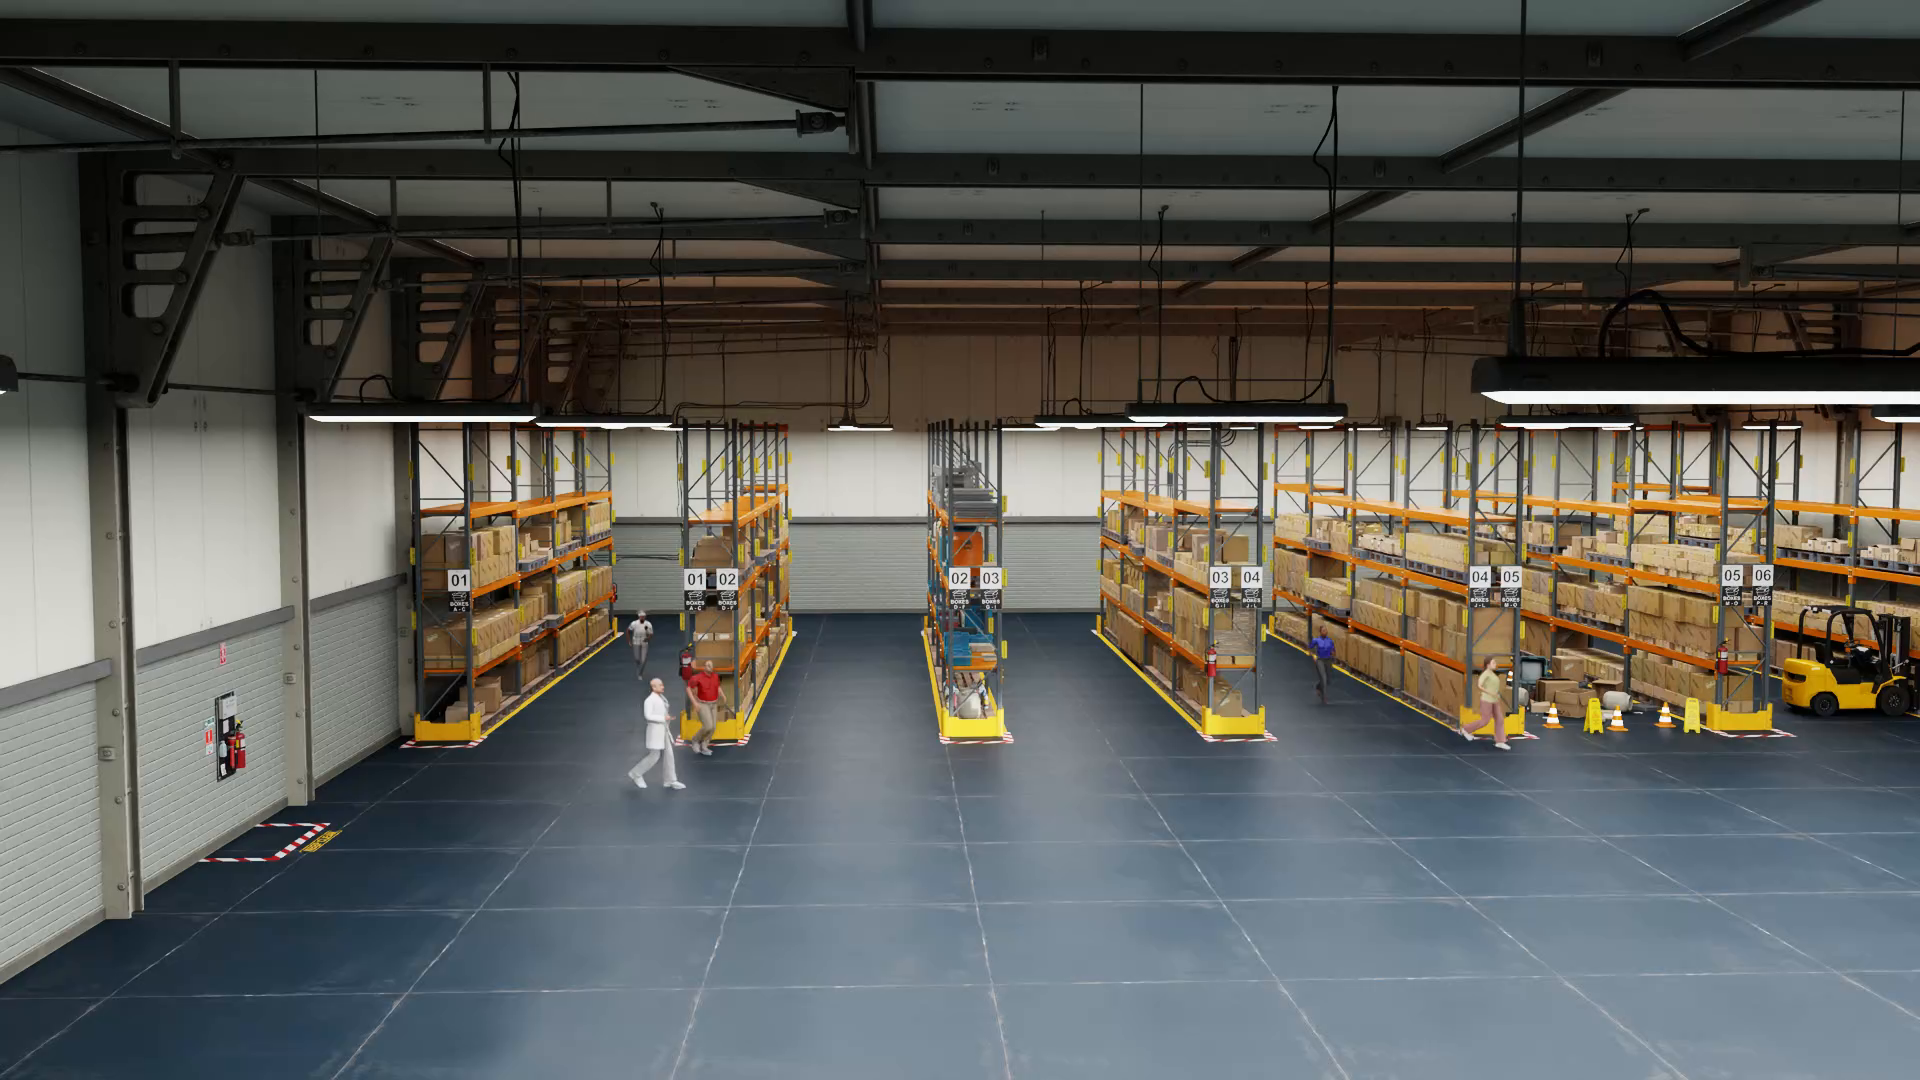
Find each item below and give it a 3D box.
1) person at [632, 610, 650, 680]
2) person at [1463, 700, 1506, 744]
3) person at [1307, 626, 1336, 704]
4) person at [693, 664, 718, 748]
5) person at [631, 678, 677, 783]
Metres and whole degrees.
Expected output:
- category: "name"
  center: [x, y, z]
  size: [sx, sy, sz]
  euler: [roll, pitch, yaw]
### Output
- category: "person"
  center: [-7.422, 2.443, 38.702]
  size: [0.405, 1.645, 0.524]
  euler: [-1, 4, -10]
- category: "person"
  center: [9.604, 3.239, 30.336]
  size: [0.797, 0.918, 0.347]
  euler: [3, 5, 44]
- category: "person"
  center: [7.713, 2.633, 35.380]
  size: [0.587, 1.627, 0.878]
  euler: [-1, 4, -15]
- category: "person"
  center: [-4.491, 2.970, 29.647]
  size: [0.471, 1.533, 0.419]
  euler: [3, 5, 39]
- category: "person"
  center: [-4.905, 3.111, 26.699]
  size: [0.767, 1.603, 0.723]
  euler: [1, 4, 13]
